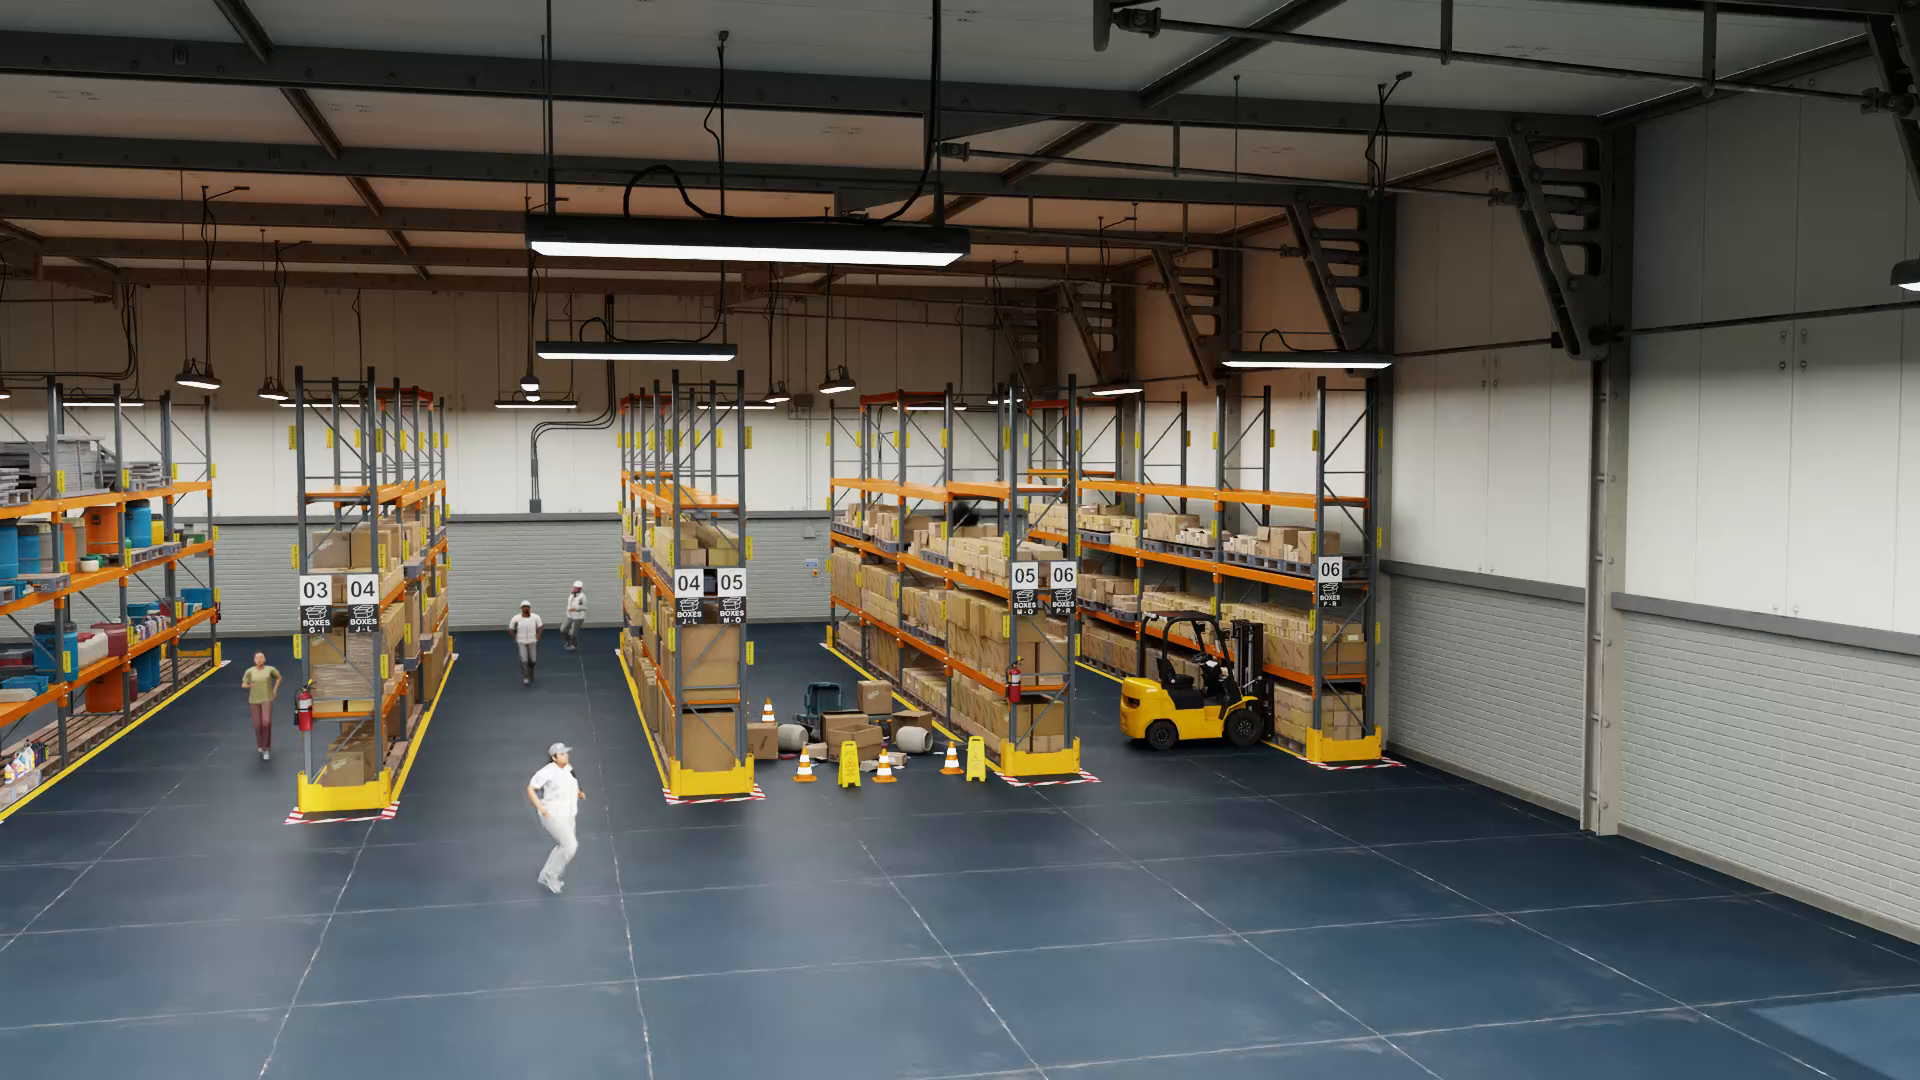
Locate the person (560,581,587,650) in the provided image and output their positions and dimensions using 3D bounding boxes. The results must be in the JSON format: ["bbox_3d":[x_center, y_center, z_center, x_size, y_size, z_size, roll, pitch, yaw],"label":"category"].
[{"bbox_3d":[-9.144,1.797,39.408,0.763,1.683,0.609,2,4,30],"label":"person"}]

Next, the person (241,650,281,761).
[{"bbox_3d":[-11.043,2.596,26.284,0.559,1.717,0.698,-1,4,-16],"label":"person"}]

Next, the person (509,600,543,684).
[{"bbox_3d":[-8.917,2.102,34.200,0.696,1.718,0.570,-1,4,-19],"label":"person"}]

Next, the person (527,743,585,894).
[{"bbox_3d":[-4.439,3.076,18.464,0.593,1.664,0.663,1,4,22],"label":"person"}]
